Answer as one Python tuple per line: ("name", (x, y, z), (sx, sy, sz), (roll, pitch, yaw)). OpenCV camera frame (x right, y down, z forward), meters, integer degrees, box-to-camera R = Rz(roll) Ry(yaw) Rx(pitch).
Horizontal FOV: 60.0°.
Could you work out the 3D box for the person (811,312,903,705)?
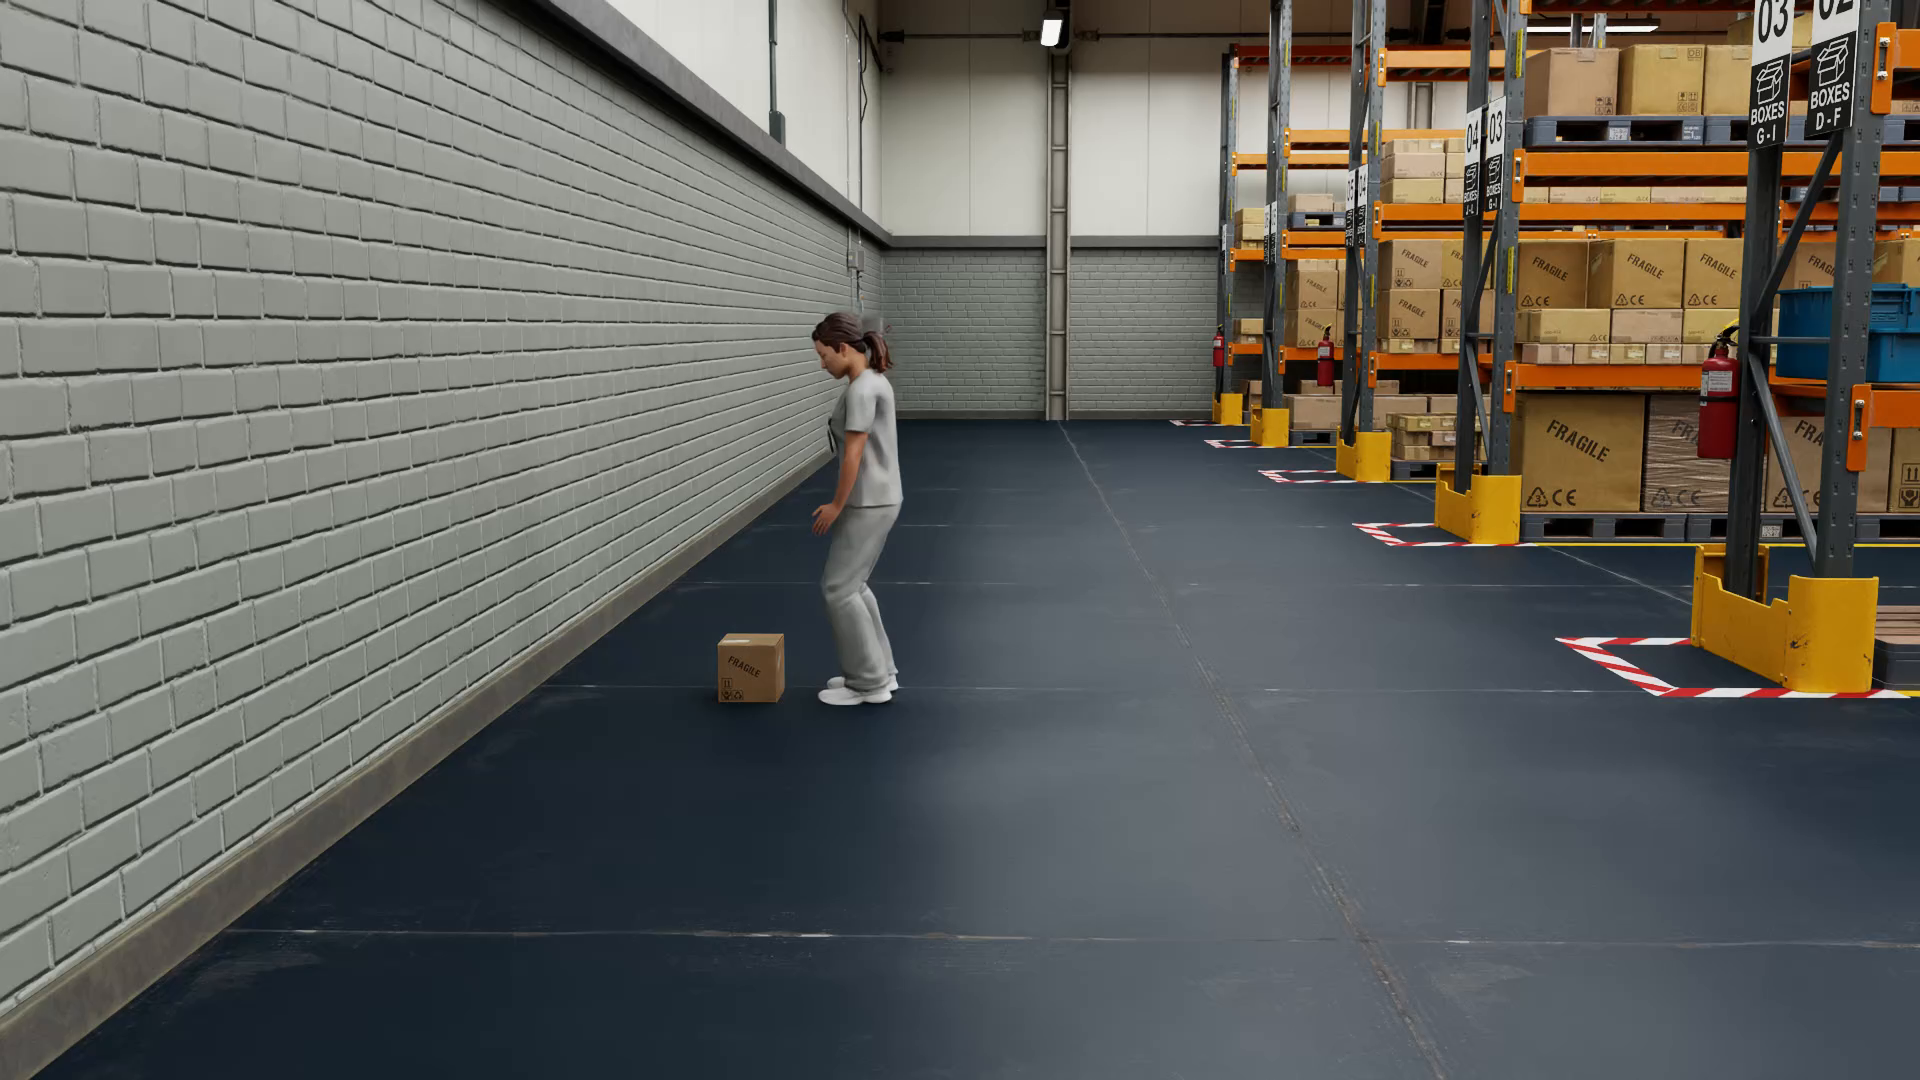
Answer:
("person", (-0.430, -0.131, 6.994), (0.370, 1.638, 0.458), (0, 7, 3))
